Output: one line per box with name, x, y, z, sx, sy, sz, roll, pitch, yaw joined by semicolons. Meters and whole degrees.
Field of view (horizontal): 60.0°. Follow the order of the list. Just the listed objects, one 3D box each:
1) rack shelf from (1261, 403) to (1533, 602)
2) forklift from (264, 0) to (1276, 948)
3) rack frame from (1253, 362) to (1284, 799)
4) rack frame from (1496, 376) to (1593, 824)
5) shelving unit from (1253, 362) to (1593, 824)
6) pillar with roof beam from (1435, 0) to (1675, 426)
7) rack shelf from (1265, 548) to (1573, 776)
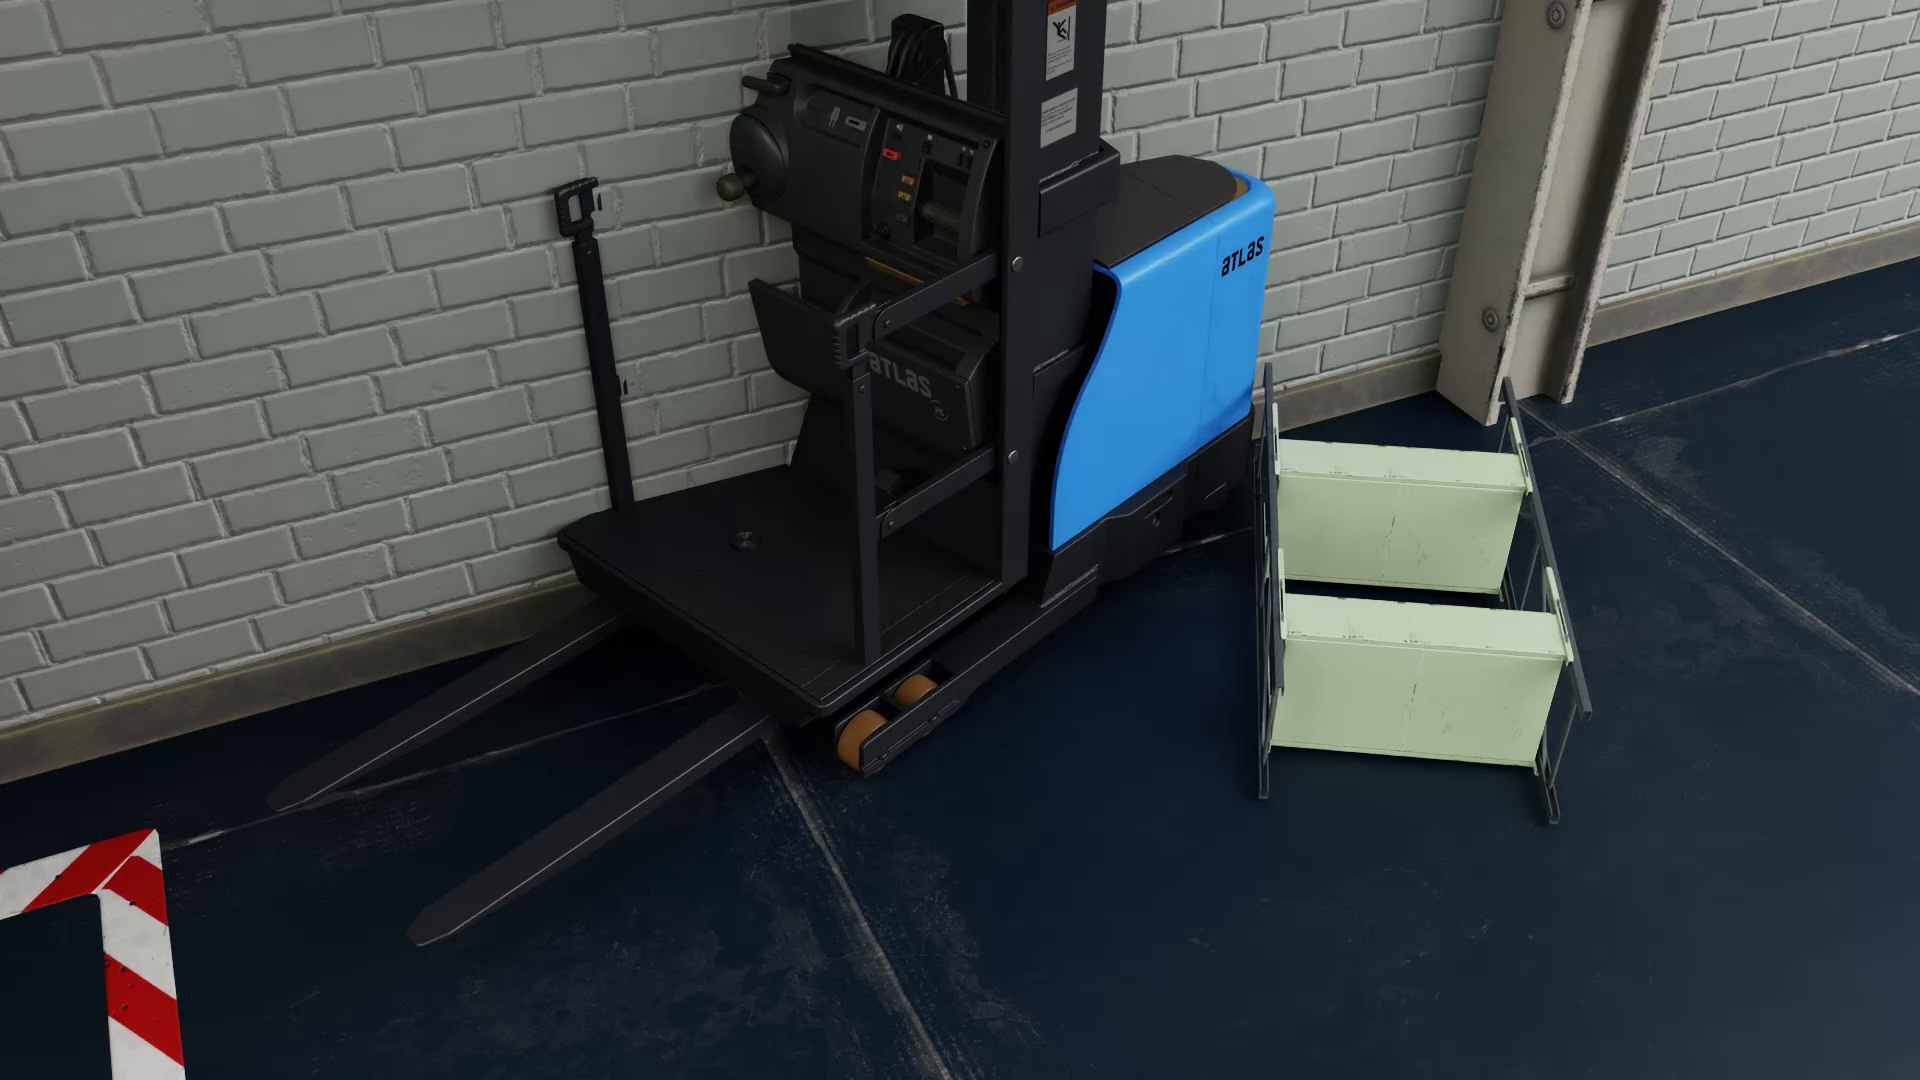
rack shelf;1.285;-0.117;5.000;0.720;0.431;0.370;4;38;6
forklift;-0.422;-0.901;4.004;1.130;2.935;3.031;28;45;33
rack frame;0.881;0.057;4.784;0.023;0.400;1.500;4;38;6
rack frame;1.607;0.109;4.707;0.023;0.400;1.500;4;38;6
shelving unit;1.244;0.083;4.746;0.755;0.431;1.500;4;38;6
pillar with roof beam;3.769;-1.821;0.152;0.400;9.000;9.100;-16;39;-20
rack shelf;1.195;0.322;4.441;0.720;0.431;0.370;4;38;6
